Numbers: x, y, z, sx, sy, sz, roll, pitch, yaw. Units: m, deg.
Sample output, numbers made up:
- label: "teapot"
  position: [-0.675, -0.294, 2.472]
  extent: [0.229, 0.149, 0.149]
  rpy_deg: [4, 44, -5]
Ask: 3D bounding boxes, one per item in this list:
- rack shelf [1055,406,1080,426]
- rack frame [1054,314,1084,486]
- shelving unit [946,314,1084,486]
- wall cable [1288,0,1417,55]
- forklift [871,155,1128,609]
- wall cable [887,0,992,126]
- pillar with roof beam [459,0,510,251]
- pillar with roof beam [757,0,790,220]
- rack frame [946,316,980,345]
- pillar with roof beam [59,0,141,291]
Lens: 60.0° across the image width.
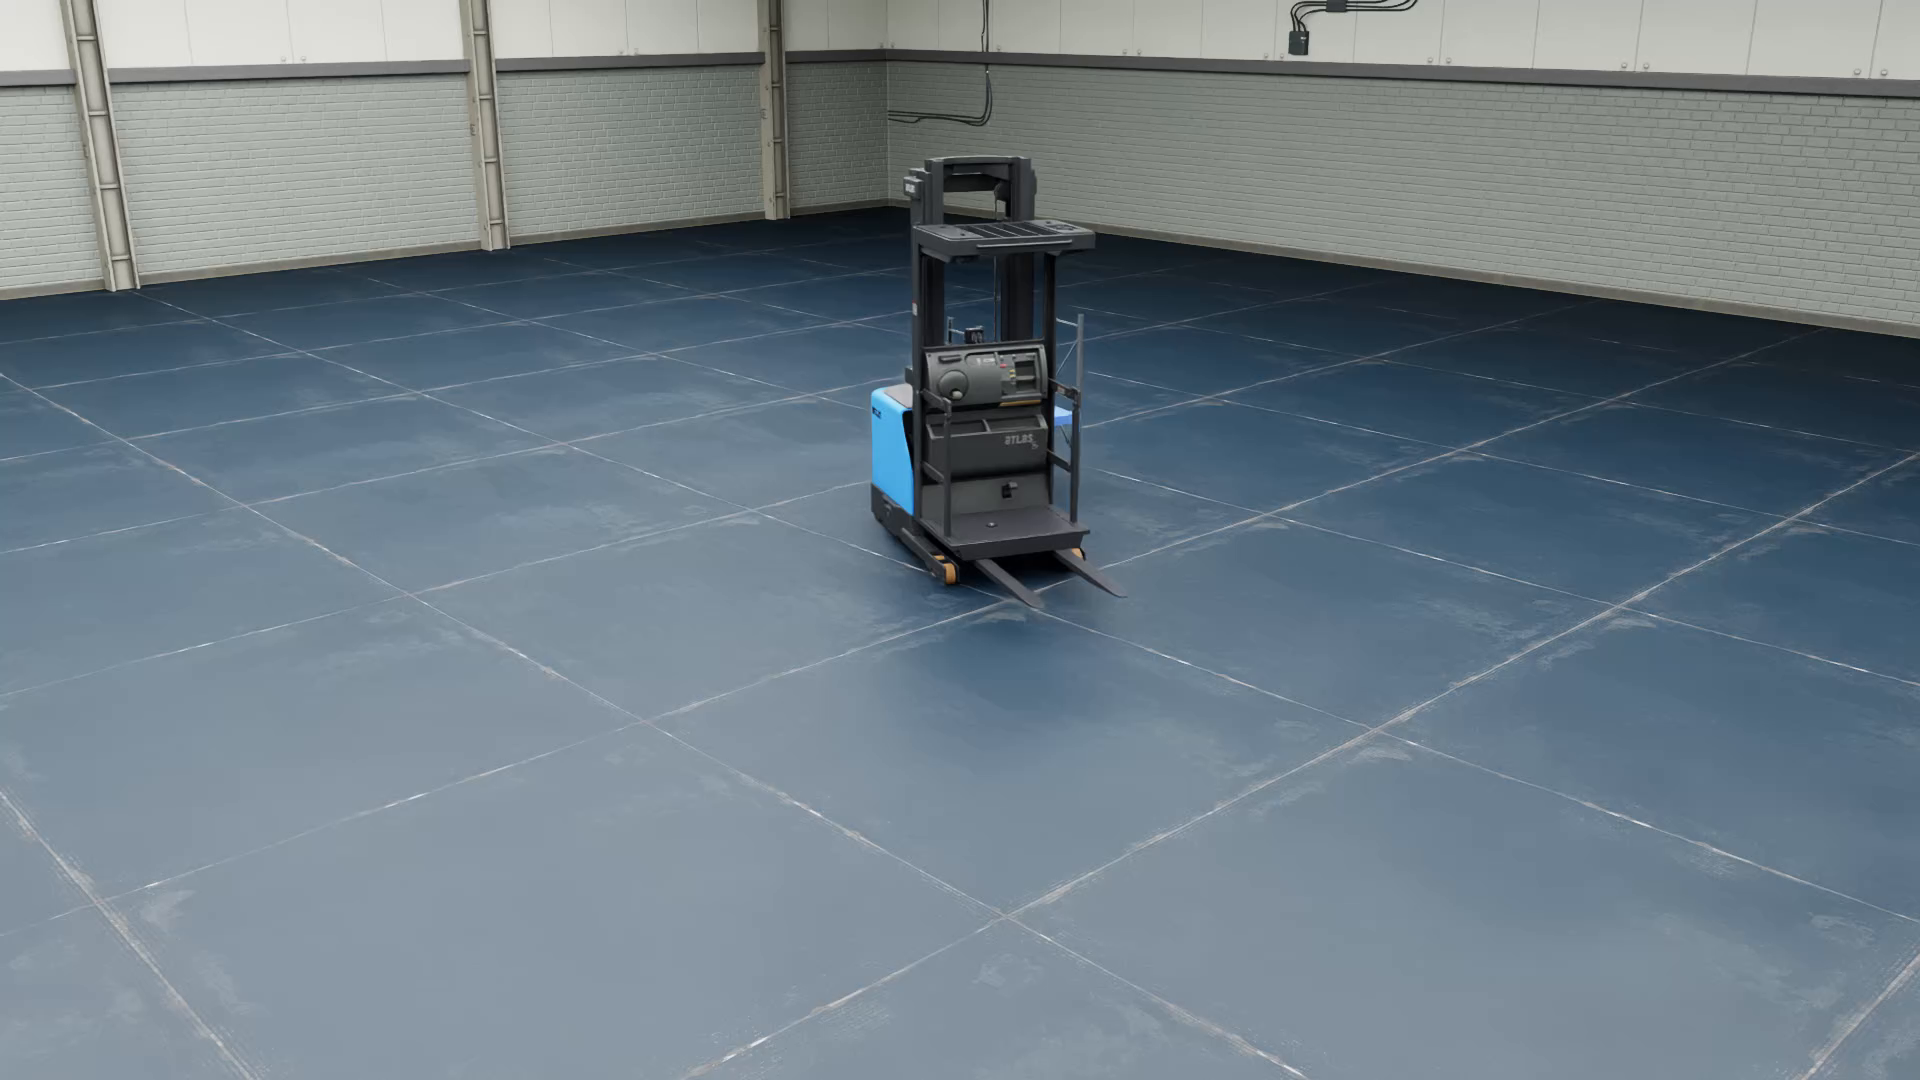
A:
- label: "rack shelf"
  position: [0.460, -0.994, 14.202]
  extent: [1.000, 0.185, 0.538]
  rpy_deg: [-10, 21, -29]
- label: "rack frame"
  position: [0.898, -1.245, 14.392]
  extent: [0.032, 1.500, 0.500]
  rpy_deg: [-10, 21, -29]
- label: "shelving unit"
  position: [0.460, -1.165, 14.146]
  extent: [1.048, 1.500, 0.538]
  rpy_deg: [-10, 21, -29]
- label: "wall cable"
  position: [6.027, -10.319, 24.708]
  extent: [0.169, 6.003, 2.305]
  rpy_deg: [-16, 24, -41]
- label: "forklift"
  position: [0.276, -1.209, 11.961]
  extent: [1.130, 2.935, 3.031]
  rpy_deg: [-7, 19, -20]
- label: "wall cable"
  position: [-0.484, -9.355, 32.283]
  extent: [0.112, 2.526, 3.097]
  rpy_deg: [-16, 24, -41]
- label: "pillar with roof beam"
  position: [-4.935, -8.268, 23.896]
  extent: [0.400, 9.000, 9.100]
  rpy_deg: [-16, 24, -41]
- label: "pillar with roof beam"
  position: [-0.575, -9.540, 27.818]
  extent: [0.400, 9.000, 9.100]
  rpy_deg: [-16, 24, -41]
- label: "rack frame"
  position: [0.023, -1.085, 13.901]
  extent: [0.032, 1.500, 0.500]
  rpy_deg: [-10, 21, -29]
- label: "pillar with roof beam"
  position: [-9.294, -6.997, 19.975]
  extent: [0.400, 9.000, 9.100]
  rpy_deg: [-16, 24, -41]
